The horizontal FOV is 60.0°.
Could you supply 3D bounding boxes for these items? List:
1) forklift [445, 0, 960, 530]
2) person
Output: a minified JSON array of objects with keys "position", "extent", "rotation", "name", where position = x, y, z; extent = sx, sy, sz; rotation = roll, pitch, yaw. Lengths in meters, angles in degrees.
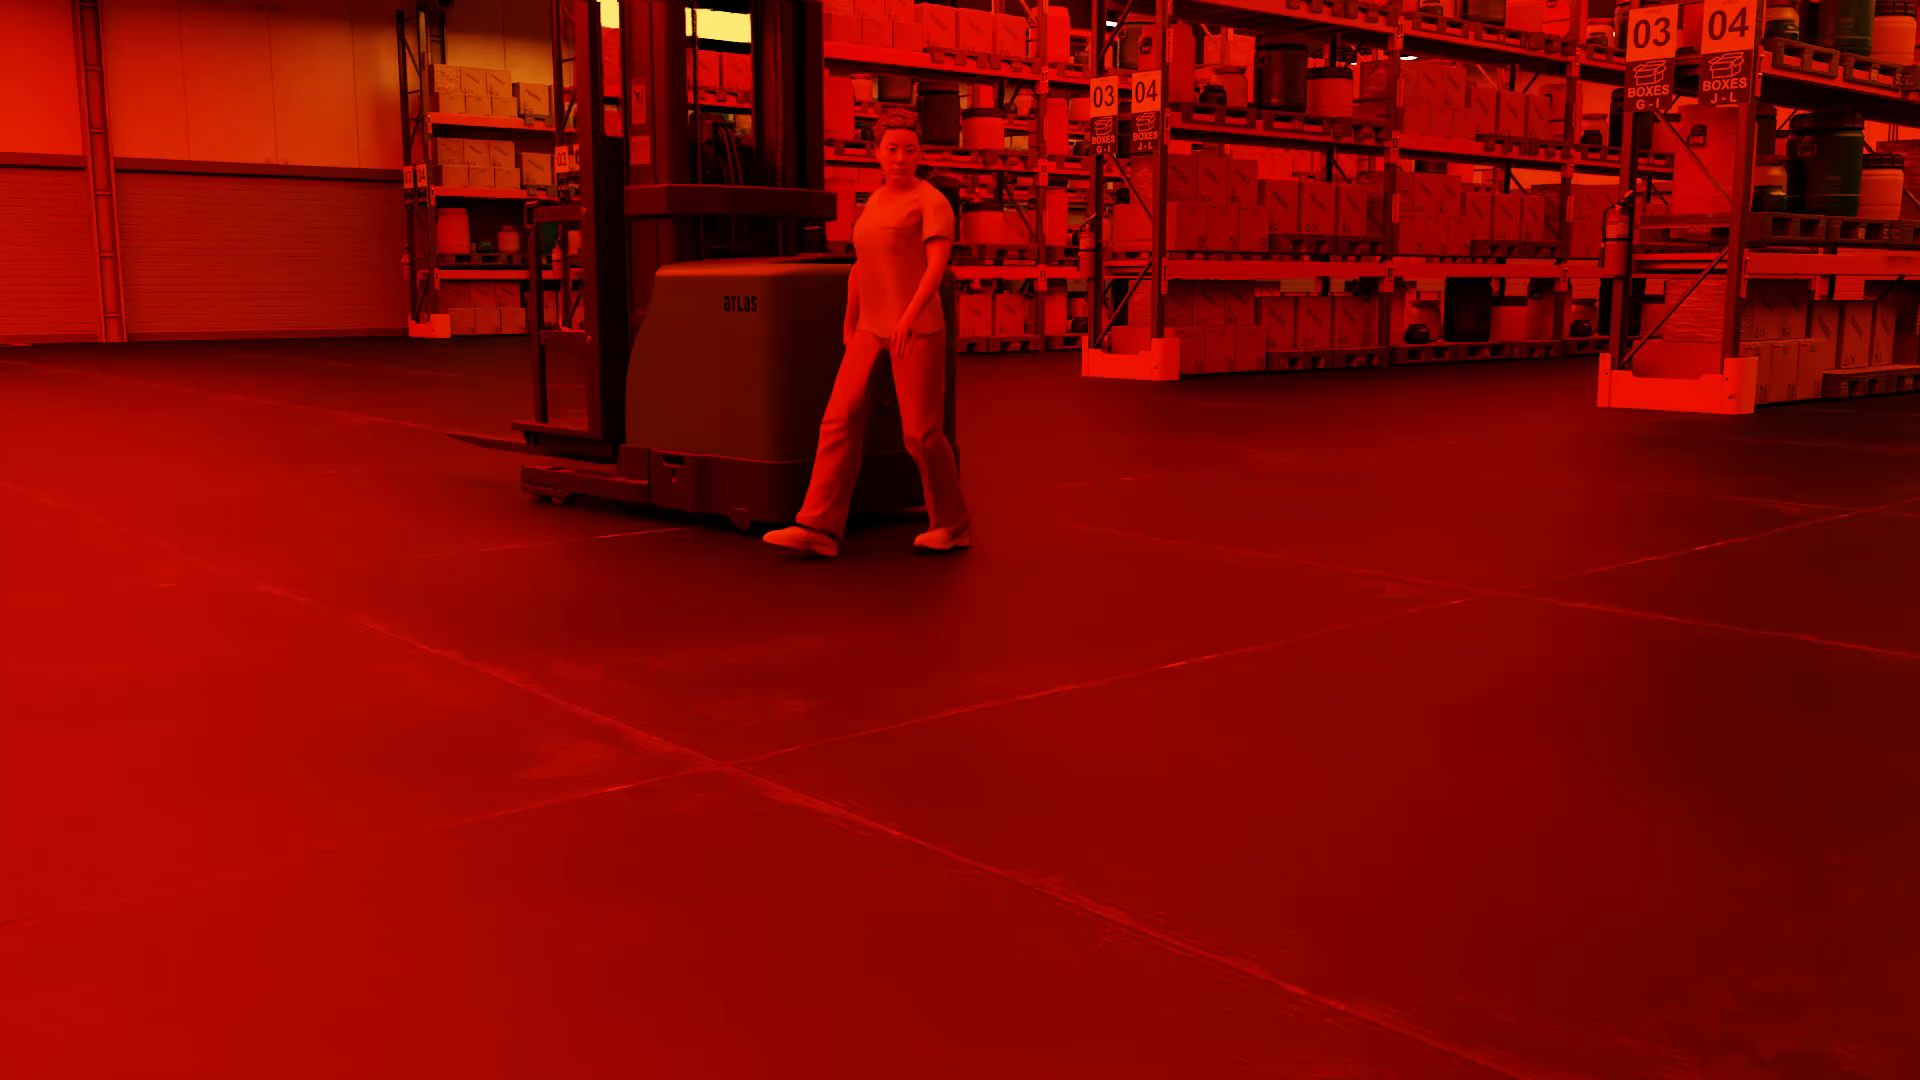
[{"position":[-1.393,-1.657,7.666],"extent":[1.130,2.935,3.031],"rotation":[-9,12,-44],"name":"forklift"},{"position":[-0.326,-0.749,6.082],"extent":[0.645,1.619,0.814],"rotation":[7,11,39],"name":"person"}]
